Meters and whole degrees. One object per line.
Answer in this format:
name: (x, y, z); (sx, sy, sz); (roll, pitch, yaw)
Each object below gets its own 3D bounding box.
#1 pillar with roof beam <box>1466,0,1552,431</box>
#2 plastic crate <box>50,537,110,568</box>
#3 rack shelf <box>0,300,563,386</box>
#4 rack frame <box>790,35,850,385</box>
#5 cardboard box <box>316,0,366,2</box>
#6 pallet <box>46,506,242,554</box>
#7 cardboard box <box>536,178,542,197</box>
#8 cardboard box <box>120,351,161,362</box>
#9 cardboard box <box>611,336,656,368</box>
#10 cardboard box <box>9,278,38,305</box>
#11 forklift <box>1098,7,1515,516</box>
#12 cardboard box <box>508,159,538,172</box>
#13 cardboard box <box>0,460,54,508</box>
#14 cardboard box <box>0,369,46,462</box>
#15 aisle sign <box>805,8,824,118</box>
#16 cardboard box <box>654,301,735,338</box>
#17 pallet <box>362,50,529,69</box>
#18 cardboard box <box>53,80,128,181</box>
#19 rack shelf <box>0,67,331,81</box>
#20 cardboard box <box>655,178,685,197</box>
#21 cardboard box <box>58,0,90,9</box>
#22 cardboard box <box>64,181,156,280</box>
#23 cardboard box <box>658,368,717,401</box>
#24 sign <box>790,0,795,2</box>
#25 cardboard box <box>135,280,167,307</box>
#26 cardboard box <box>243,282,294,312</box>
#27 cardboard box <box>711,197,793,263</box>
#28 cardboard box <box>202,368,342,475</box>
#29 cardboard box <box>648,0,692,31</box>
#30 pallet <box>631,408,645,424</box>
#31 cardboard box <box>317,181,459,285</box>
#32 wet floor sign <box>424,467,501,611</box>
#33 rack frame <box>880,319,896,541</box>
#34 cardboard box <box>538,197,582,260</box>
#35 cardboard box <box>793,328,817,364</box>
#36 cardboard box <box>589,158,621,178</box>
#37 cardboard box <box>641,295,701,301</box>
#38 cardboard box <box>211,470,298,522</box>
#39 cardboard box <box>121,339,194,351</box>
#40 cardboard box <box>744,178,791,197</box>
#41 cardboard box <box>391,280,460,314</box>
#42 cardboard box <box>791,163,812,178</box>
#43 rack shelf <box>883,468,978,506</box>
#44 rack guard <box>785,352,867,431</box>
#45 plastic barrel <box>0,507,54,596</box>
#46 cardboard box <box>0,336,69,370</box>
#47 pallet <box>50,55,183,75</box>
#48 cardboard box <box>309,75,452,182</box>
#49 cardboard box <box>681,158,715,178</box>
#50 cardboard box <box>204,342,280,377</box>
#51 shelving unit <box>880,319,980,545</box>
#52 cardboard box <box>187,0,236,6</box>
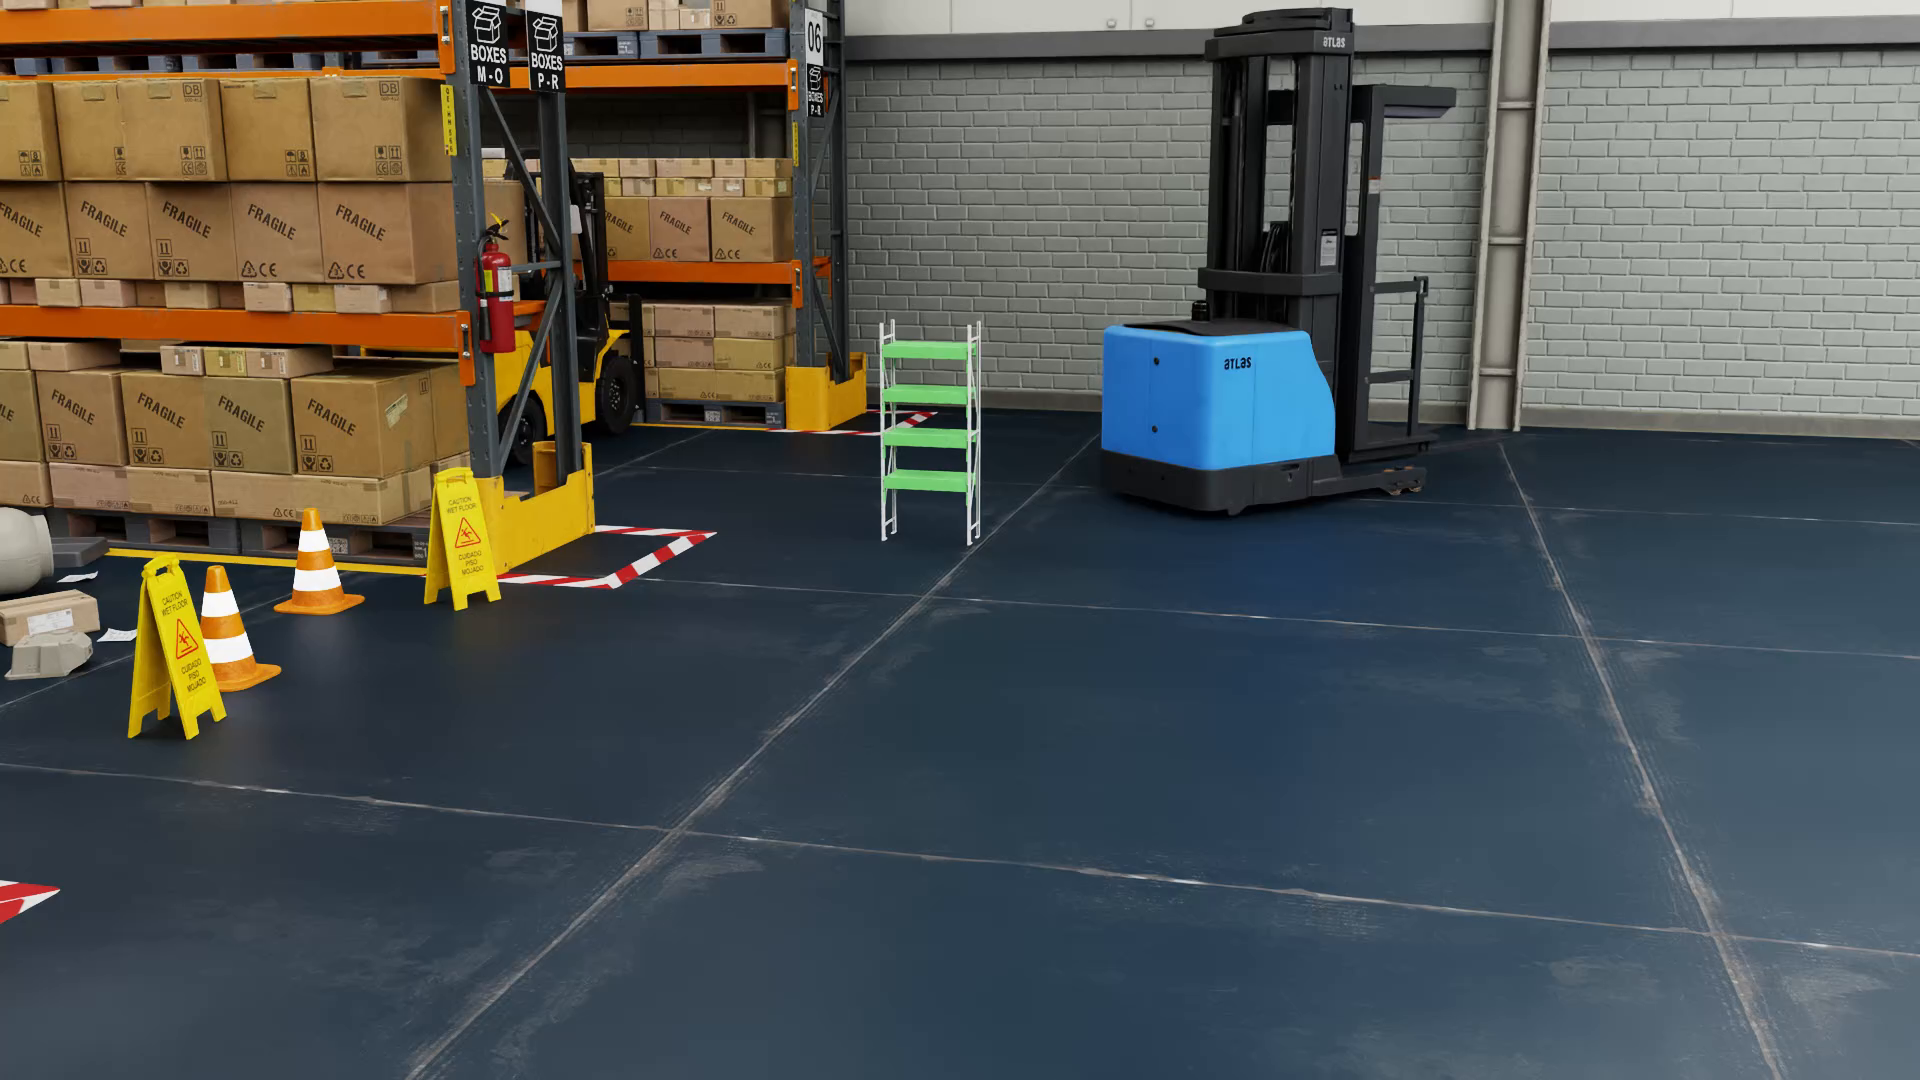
pillar with roof beam: (3.225, -4.388, 8.234); (0.400, 9.000, 9.100); (3, 13, 14)
plastic crate: (-4.851, 0.066, 8.753); (0.583, 0.080, 0.402); (-1, 13, -6)
rack shelf: (-4.237, -1.158, 9.191); (4.000, 0.370, 1.077); (3, 13, 14)
rack frame: (-1.109, -2.450, 13.351); (0.127, 3.000, 1.000); (3, 13, 14)
cardboard box: (-2.958, -2.713, 8.193); (0.250, 0.149, 0.380); (3, 13, 14)
pallet: (-4.330, -0.162, 9.476); (1.213, 0.211, 1.003); (3, 13, 14)
cardboard box: (-3.250, -2.867, 13.501); (0.250, 0.149, 0.380); (3, 13, 12)
cardboard box: (-4.550, -0.816, 9.632); (0.500, 0.500, 0.500); (4, 13, 17)
cardboard box: (-2.647, -1.567, 13.595); (0.500, 0.250, 0.500); (3, 13, 12)
cardboard box: (-4.928, -1.370, 9.064); (0.250, 0.149, 0.380); (3, 13, 13)
forklift: (2.372, -1.797, 10.568); (3.031, 2.935, 1.130); (-8, 15, -33)
cardboard box: (-3.485, -3.039, 13.591); (0.250, 0.149, 0.380); (3, 13, 13)
cardboard box: (-5.149, -0.363, 9.325); (0.500, 0.250, 0.500); (4, 13, 17)
cardboard box: (-5.148, -0.730, 9.244); (0.500, 0.500, 0.500); (4, 13, 16)
aisle sign: (-1.116, -3.654, 12.775); (0.004, 0.787, 0.394); (3, 13, 14)
cardboard box: (-2.128, -1.784, 13.421); (0.500, 0.250, 0.500); (3, 13, 15)
pallet: (-4.158, -4.040, 13.796); (1.213, 0.211, 1.003); (3, 13, 14)
cardboard box: (-4.303, -2.156, 8.802); (0.500, 0.500, 0.700); (3, 13, 13)
rack shelf: (-6.934, -3.874, 14.507); (4.000, 0.370, 1.077); (3, 13, 14)
cardboard box: (-2.243, -2.823, 13.304); (0.250, 0.149, 0.380); (3, 13, 13)
cardboard box: (-4.435, -2.807, 8.615); (0.250, 0.149, 0.380); (3, 13, 14)
cardboard box: (-4.345, -1.654, 8.846); (0.500, 0.500, 0.500); (3, 13, 14)
cardboard box: (-2.122, -1.298, 13.539); (0.500, 0.250, 0.500); (3, 13, 14)
sign: (-1.253, -4.194, 12.427); (0.005, 0.325, 0.100); (3, 13, 14)
cardboard box: (-4.189, -1.341, 8.933); (0.250, 0.149, 0.380); (3, 13, 14)
cardboard box: (-3.483, -1.272, 8.623); (0.250, 0.149, 0.380); (3, 13, 15)
cardboard box: (-1.650, -2.469, 13.206); (0.500, 0.500, 0.500); (3, 13, 12)
cardboard box: (-3.643, -0.648, 8.875); (0.500, 0.500, 0.500); (4, 13, 16)
cardboard box: (-2.233, -4.095, 12.949); (0.258, 0.266, 0.396); (3, 13, 14)
pallet: (-3.042, -1.183, 14.079); (1.213, 0.211, 1.003); (3, 13, 14)
cardboard box: (-2.888, -1.570, 8.468); (0.500, 0.500, 0.500); (3, 13, 13)
wet floor sign: (-2.367, -0.022, 7.841); (0.232, 0.644, 0.267); (8, 15, 33)
rack frame: (-0.398, -0.607, 9.200); (0.015, 1.200, 0.240); (3, 13, 14)
cardboard box: (-3.140, -2.548, 13.563); (0.500, 0.500, 0.500); (3, 13, 14)
cardboard box: (-1.516, -1.625, 13.856); (0.500, 0.250, 0.500); (3, 13, 15)
cardboard box: (-2.771, -2.980, 13.325); (0.250, 0.149, 0.380); (3, 13, 15)
cardboard box: (-2.499, -1.919, 14.027); (0.500, 0.250, 0.500); (3, 13, 13)
cardboard box: (-3.645, -0.282, 8.960); (0.500, 0.250, 0.500); (3, 13, 14)
cardboard box: (-6.984, -1.808, 14.972); (0.625, 0.625, 0.875); (3, 13, 11)
cardboard box: (-1.513, -2.774, 13.085); (0.250, 0.149, 0.380); (3, 13, 14)
cardboard box: (-2.709, -1.258, 8.557); (0.250, 0.149, 0.380); (4, 13, 15)
cardboard box: (-1.384, -3.023, 13.518); (0.250, 0.149, 0.380); (3, 13, 12)
rack shelf: (-0.161, -0.298, 9.208); (0.480, 0.148, 0.258); (3, 13, 14)
rack guard: (-1.086, -1.228, 13.616); (0.348, 0.500, 1.175); (3, 13, 14)
plastic barrel: (-4.663, 0.063, 7.972); (0.512, 0.421, 0.421); (-9, 15, -35)
cardboard box: (-5.064, -1.026, 9.083); (0.250, 0.149, 0.380); (4, 13, 16)
pallet: (-7.109, -4.163, 14.585); (1.213, 0.211, 1.003); (4, 13, 16)
cardboard box: (-2.843, -2.069, 8.406); (0.500, 0.500, 0.700); (3, 13, 12)
cardboard box: (-2.015, -2.949, 13.185); (0.250, 0.149, 0.380); (3, 13, 15)
cardboard box: (-3.751, -0.957, 8.770); (0.250, 0.149, 0.380); (3, 13, 14)
shelving unit: (-0.161, -0.594, 9.142); (0.503, 1.200, 0.258); (3, 13, 14)
cardboard box: (-3.691, -2.764, 8.423); (0.250, 0.149, 0.380); (3, 13, 13)
